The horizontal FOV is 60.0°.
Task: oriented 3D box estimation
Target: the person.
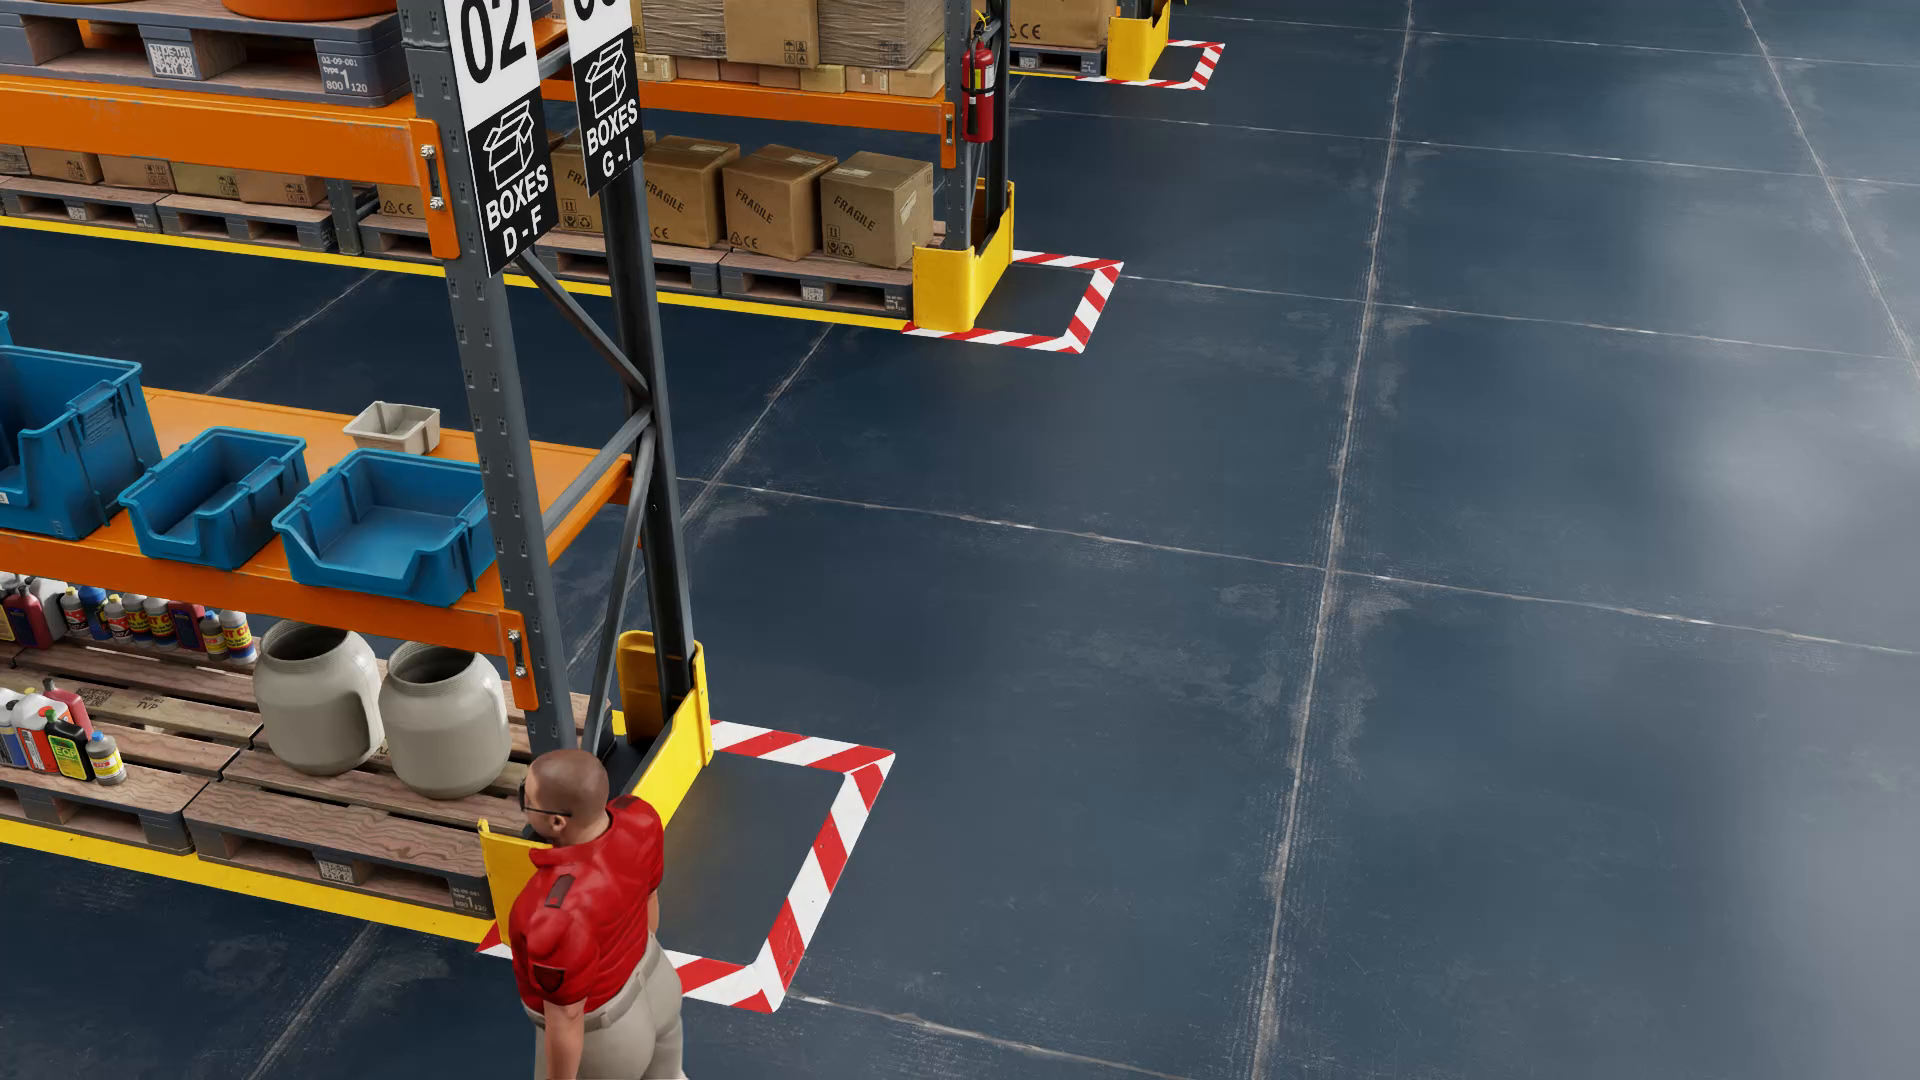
[{"bbox_3d":[-0.979,1.208,4.261,0.494,1.724,0.533,9,34,14],"label":"person"}]
